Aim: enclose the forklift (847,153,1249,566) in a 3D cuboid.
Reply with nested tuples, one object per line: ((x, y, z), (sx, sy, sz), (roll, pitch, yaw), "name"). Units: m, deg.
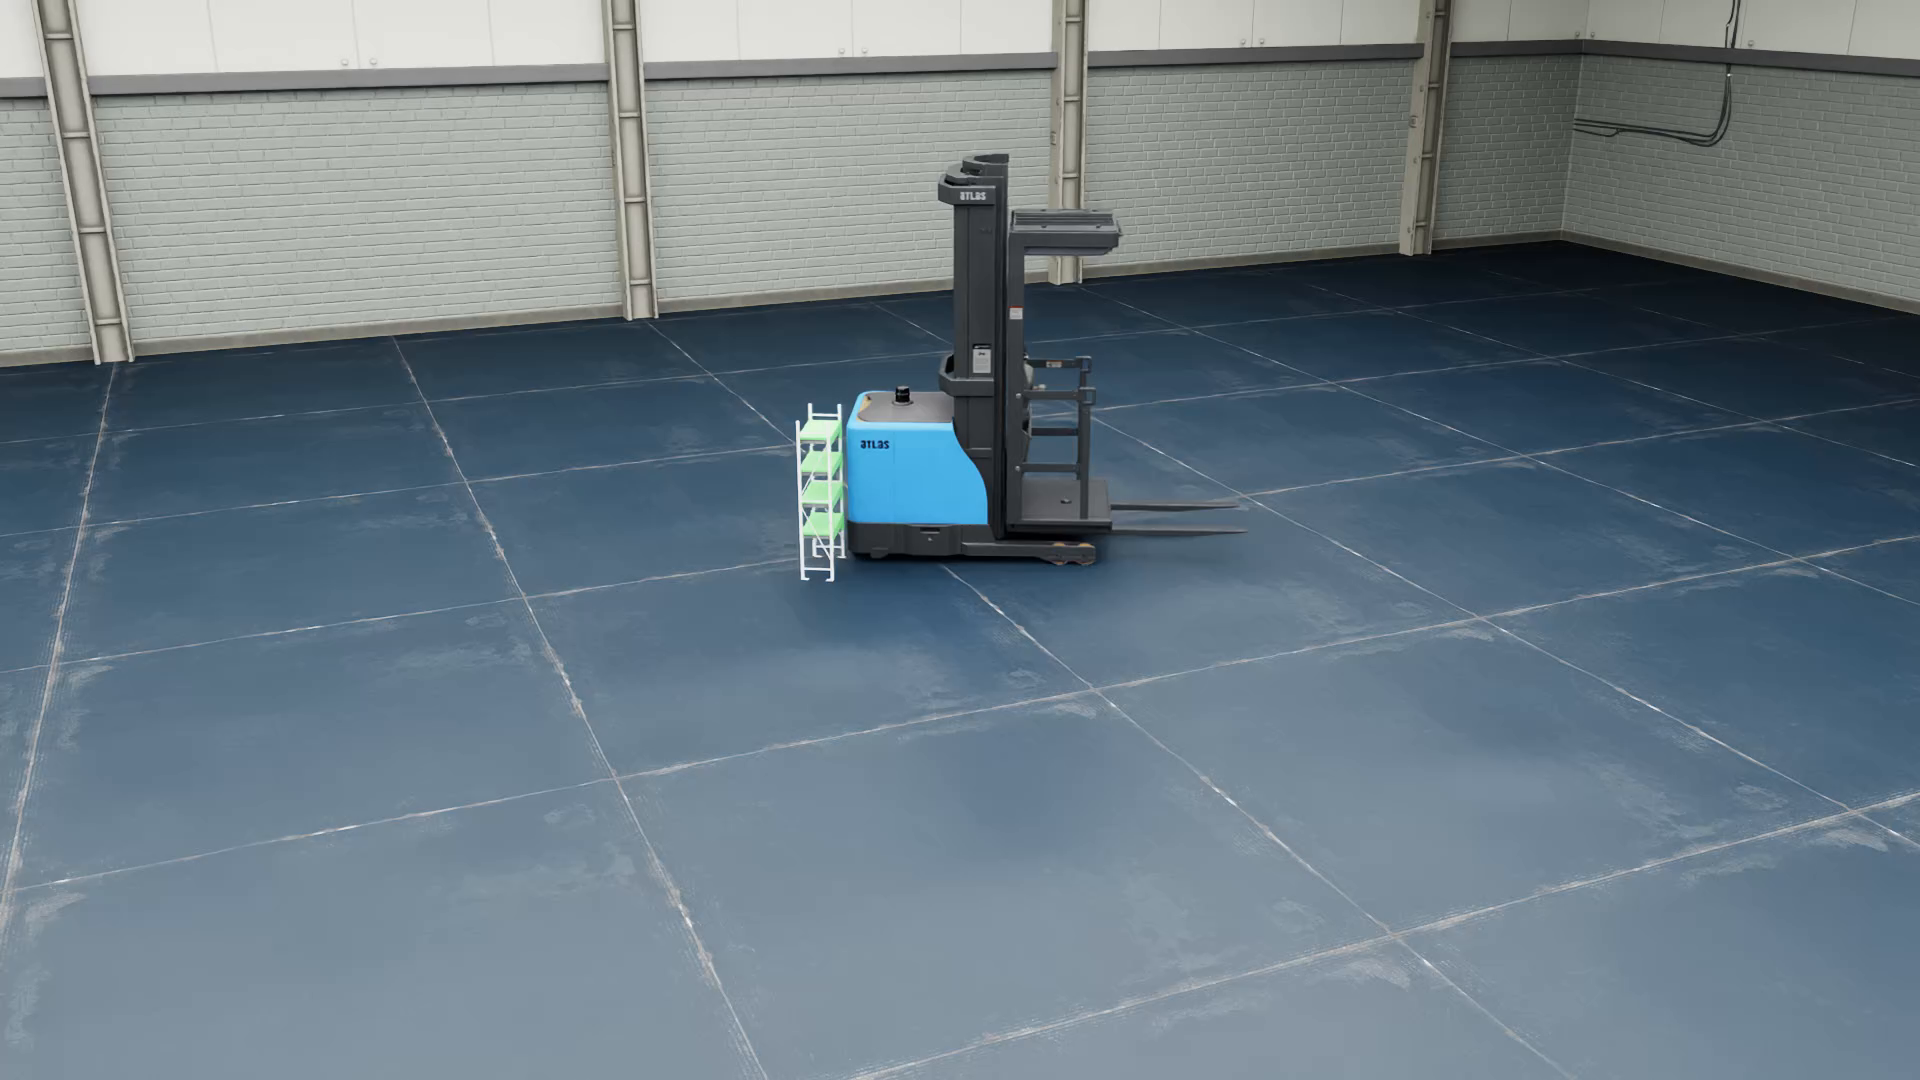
((0.679, -1.371, 12.502), (3.031, 2.935, 1.130), (1, 19, 2), "forklift")

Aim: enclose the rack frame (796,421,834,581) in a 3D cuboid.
((-1.043, -0.275, 11.996), (0.240, 1.200, 0.015), (2, 19, 5), "rack frame")

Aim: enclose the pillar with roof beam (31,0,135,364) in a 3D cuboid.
((-7.846, -4.966, 13.578), (0.400, 9.000, 9.100), (-8, 21, -22), "pillar with roof beam")

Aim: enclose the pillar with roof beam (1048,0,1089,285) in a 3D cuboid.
((3.172, -6.545, 18.061), (0.400, 9.000, 9.100), (-8, 21, -22), "pillar with roof beam")

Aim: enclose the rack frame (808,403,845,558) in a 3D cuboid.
((-0.998, -0.436, 12.455), (0.240, 1.200, 0.015), (2, 19, 5), "rack frame")

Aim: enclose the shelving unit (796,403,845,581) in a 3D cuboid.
((-1.021, -0.356, 12.226), (0.258, 1.200, 0.503), (2, 19, 5), "shelving unit")

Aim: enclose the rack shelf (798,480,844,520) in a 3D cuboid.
((-1.021, -0.295, 12.247), (0.258, 0.148, 0.480), (2, 19, 5), "rack shelf")

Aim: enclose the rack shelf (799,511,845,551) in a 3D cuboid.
((-1.021, -0.069, 12.327), (0.258, 0.148, 0.480), (2, 19, 5), "rack shelf")

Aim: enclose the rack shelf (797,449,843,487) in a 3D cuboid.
((-1.021, -0.522, 12.167), (0.258, 0.148, 0.480), (2, 19, 5), "rack shelf")

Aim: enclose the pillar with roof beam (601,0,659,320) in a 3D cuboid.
((-2.337, -5.756, 15.819), (0.400, 9.000, 9.100), (-8, 21, -22), "pillar with roof beam")

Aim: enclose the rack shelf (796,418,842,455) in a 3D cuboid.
((-1.021, -0.748, 12.087), (0.258, 0.148, 0.480), (2, 19, 5), "rack shelf")

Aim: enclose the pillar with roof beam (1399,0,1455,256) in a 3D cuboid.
((8.682, -7.334, 20.303), (0.400, 9.000, 9.100), (-8, 21, -22), "pillar with roof beam")

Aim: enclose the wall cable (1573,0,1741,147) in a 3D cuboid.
((10.205, -7.167, 24.502), (0.112, 2.526, 3.097), (-8, 21, -22), "wall cable")
